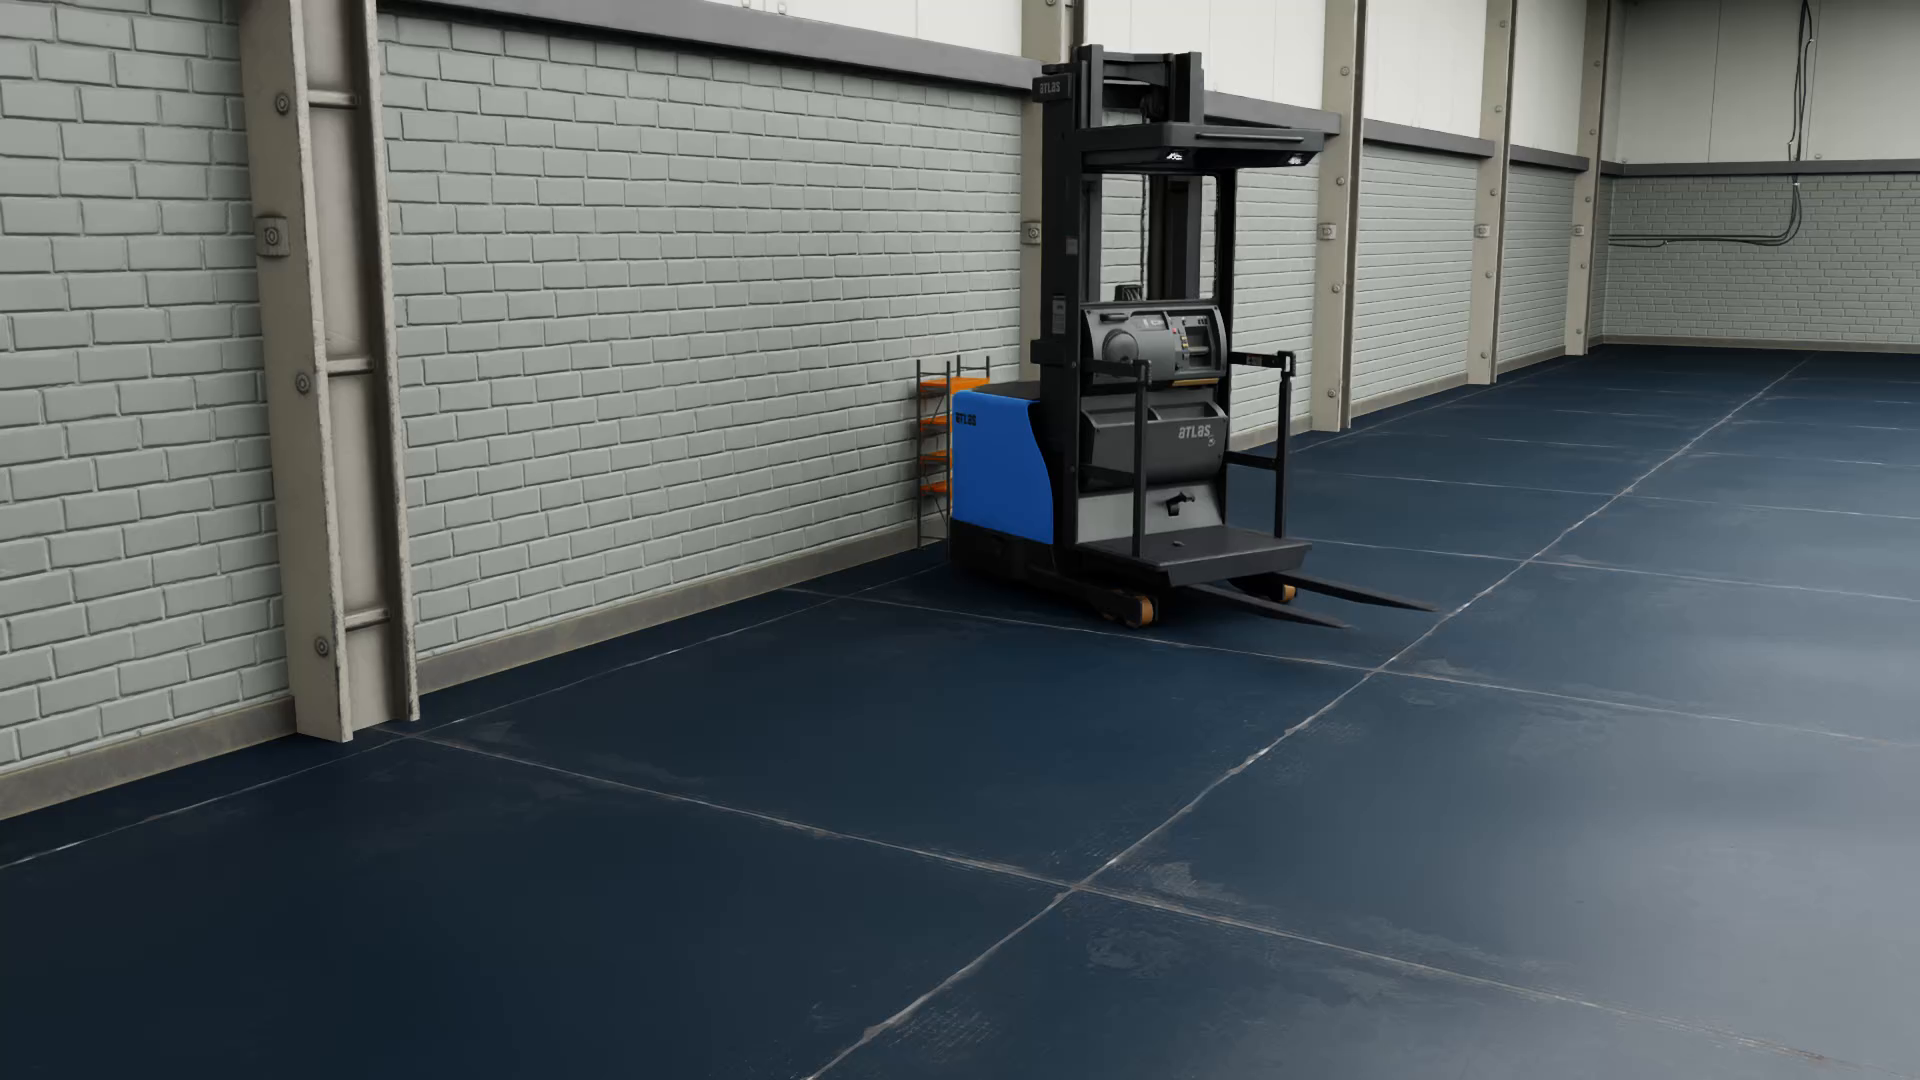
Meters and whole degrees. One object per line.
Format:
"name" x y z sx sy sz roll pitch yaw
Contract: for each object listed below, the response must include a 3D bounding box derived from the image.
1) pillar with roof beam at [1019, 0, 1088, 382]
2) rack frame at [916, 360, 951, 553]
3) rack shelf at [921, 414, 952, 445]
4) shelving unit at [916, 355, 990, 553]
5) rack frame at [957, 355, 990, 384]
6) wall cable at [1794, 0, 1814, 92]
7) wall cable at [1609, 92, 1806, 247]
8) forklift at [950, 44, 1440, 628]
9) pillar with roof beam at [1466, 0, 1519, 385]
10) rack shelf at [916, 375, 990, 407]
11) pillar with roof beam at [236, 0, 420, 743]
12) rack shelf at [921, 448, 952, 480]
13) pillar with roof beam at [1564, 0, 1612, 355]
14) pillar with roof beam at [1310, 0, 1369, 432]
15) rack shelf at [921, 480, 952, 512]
"pillar with roof beam" 4.320 -4.199 8.841 9.100 9.000 0.400 6 12 31
"rack frame" -0.165 -0.521 10.387 0.240 1.200 0.015 6 12 30
"rack shelf" -0.040 -0.713 10.564 0.258 0.148 0.480 6 12 30
"shelving unit" -0.040 -0.559 10.593 0.258 1.200 0.503 6 12 30
"rack frame" 0.085 -0.598 10.799 0.240 1.200 0.015 6 12 30
"wall cable" 14.958 -8.475 26.400 3.097 2.526 0.112 6 12 31
"wall cable" 12.646 -6.251 28.245 3.097 2.526 0.112 6 12 31
"forklift" 1.171 -1.092 8.736 1.130 2.935 3.031 -7 13 -33
"pillar with roof beam" 10.550 -6.086 18.922 9.100 9.000 0.400 6 12 31
"rack shelf" -0.040 -0.945 10.521 0.258 0.148 0.480 6 12 30
"pillar with roof beam" 1.205 -3.255 3.801 9.100 9.000 0.400 6 12 31
"rack shelf" -0.040 -0.493 10.606 0.258 0.148 0.480 6 12 30
"pillar with roof beam" 13.666 -7.029 23.962 9.100 9.000 0.400 6 12 31
"pillar with roof beam" 7.435 -5.142 13.881 9.100 9.000 0.400 6 12 31
"rack shelf" -0.041 -0.298 10.643 0.258 0.148 0.480 6 12 30
